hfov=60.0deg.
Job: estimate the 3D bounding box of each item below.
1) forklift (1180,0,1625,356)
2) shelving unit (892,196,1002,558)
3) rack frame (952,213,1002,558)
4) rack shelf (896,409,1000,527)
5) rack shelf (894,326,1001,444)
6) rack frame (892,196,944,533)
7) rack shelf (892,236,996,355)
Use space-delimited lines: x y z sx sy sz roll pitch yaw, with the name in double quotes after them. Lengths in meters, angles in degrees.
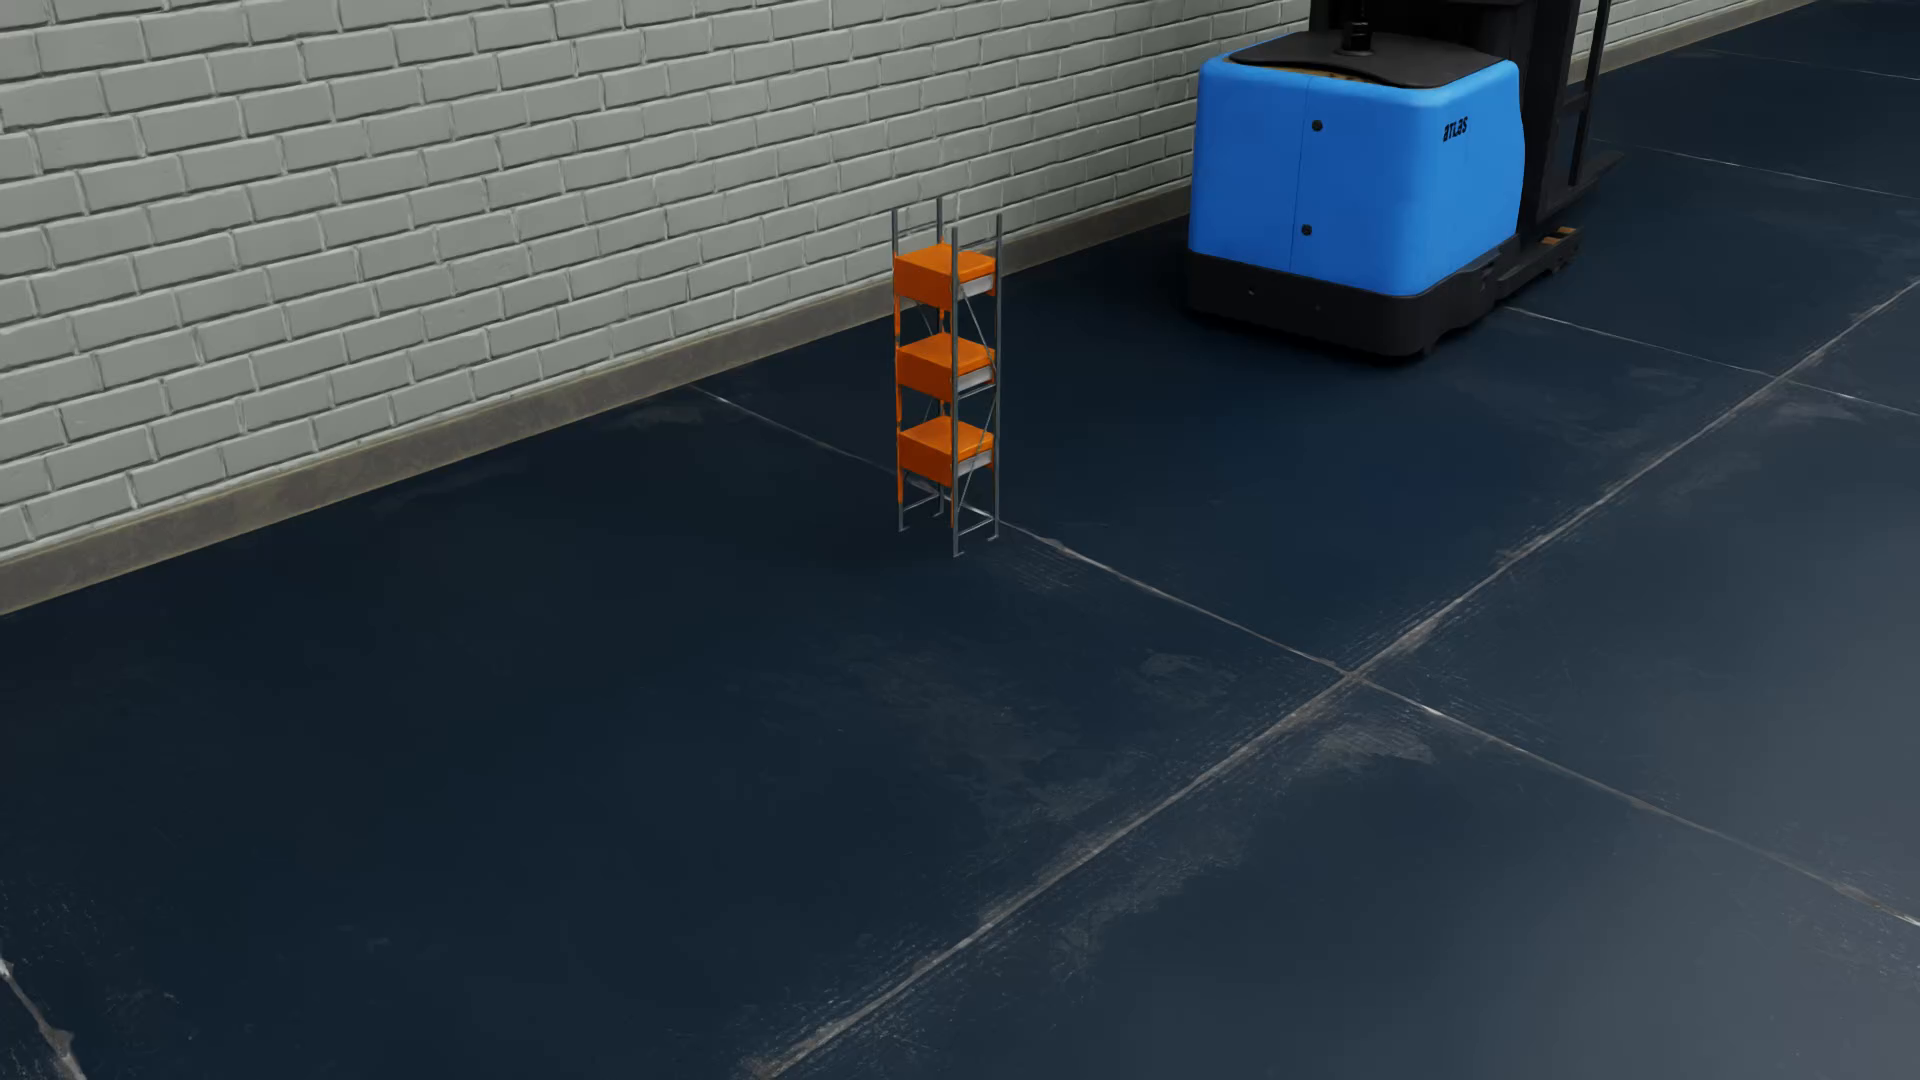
2.228 -2.631 7.105 1.130 2.935 3.031 20 34 33 "forklift"
-0.038 -0.482 5.039 0.252 1.050 0.215 25 36 38 "shelving unit"
0.049 -0.442 4.963 0.008 1.050 0.200 25 36 38 "rack frame"
-0.038 -0.227 5.173 0.240 0.259 0.215 25 36 38 "rack shelf"
-0.038 -0.473 5.044 0.240 0.259 0.215 25 36 38 "rack shelf"
-0.125 -0.522 5.115 0.008 1.050 0.200 25 36 38 "rack frame"
-0.038 -0.724 4.912 0.240 0.259 0.215 25 36 38 "rack shelf"
